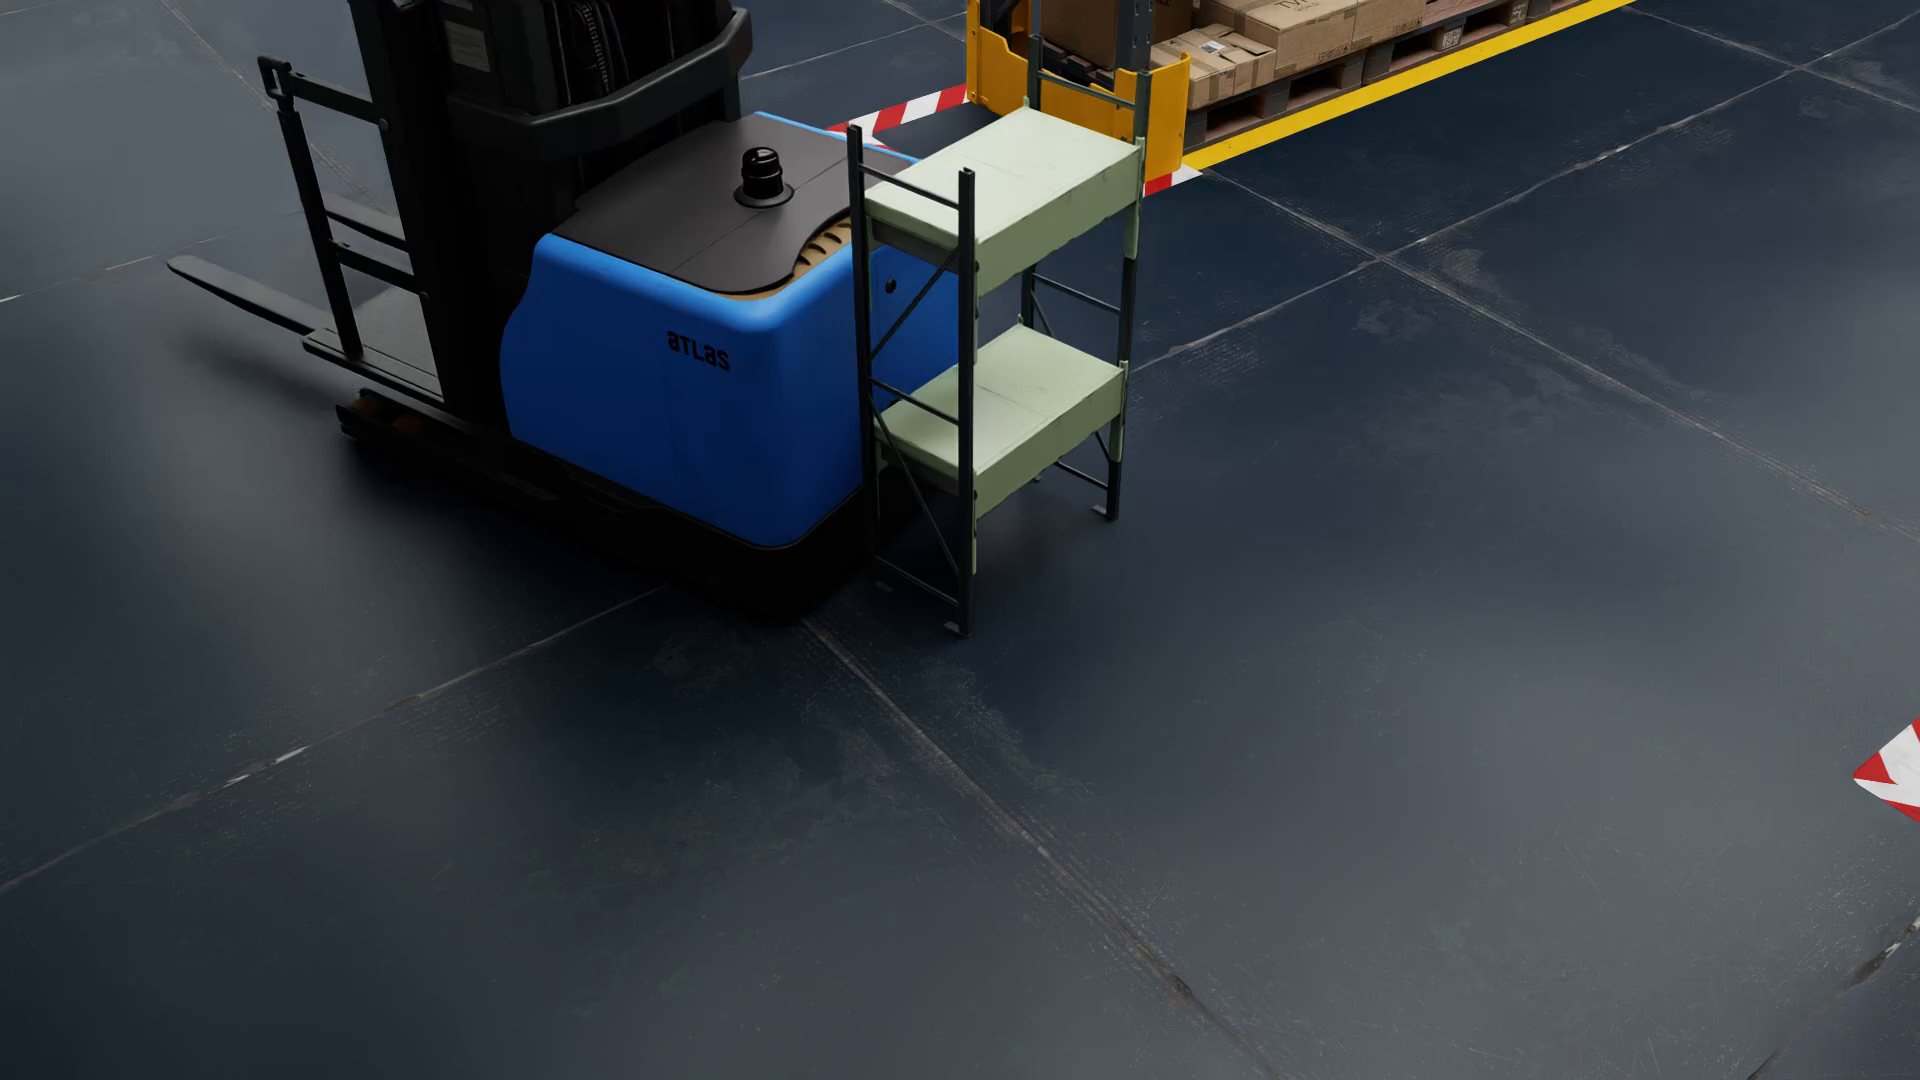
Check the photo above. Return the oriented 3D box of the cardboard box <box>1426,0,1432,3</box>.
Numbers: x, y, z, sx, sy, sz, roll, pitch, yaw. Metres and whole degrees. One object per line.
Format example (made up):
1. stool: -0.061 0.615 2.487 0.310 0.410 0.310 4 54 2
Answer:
1. cardboard box: 2.121 -3.004 8.168 0.637 0.503 0.797 -26 46 -28

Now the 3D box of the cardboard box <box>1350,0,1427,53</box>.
1. cardboard box: 1.833 -2.543 7.806 0.500 0.250 0.500 -26 46 -28

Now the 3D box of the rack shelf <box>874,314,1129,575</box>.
1. rack shelf: 0.112 -0.300 4.947 0.431 0.370 0.720 28 47 30

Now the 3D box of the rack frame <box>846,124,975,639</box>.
1. rack frame: -0.124 -0.374 4.524 0.400 1.500 0.023 28 47 30

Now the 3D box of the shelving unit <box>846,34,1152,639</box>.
1. shelving unit: 0.112 -0.552 4.740 0.431 1.500 0.755 28 47 30

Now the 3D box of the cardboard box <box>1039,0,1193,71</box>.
1. cardboard box: 0.717 -2.519 7.580 0.500 0.500 0.500 -26 46 -28

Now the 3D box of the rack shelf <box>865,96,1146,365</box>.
1. rack shelf: 0.112 -0.853 4.492 0.431 0.370 0.720 28 47 30

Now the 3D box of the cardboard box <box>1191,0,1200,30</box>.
1. cardboard box: 1.093 -2.502 7.822 0.250 0.166 0.380 -26 46 -28

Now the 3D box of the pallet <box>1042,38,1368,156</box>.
1. pallet: 1.128 -2.241 7.816 1.213 0.211 1.003 -26 46 -28

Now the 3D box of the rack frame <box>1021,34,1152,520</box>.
1. rack frame: 0.348 -0.729 4.956 0.400 1.500 0.023 28 47 30

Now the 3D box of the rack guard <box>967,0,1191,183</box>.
1. rack guard: 0.496 -2.045 7.348 0.348 0.500 1.175 -26 46 -28

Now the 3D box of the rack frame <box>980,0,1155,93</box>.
1. rack frame: 0.436 -2.982 6.520 0.127 3.000 1.000 -26 46 -28

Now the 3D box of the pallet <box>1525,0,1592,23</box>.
1. pallet: 3.062 -3.185 8.966 1.213 0.211 1.003 -26 46 -28

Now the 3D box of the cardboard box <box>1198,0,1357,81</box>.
1. cardboard box: 1.436 -2.349 7.570 0.500 0.250 0.500 -26 46 -28

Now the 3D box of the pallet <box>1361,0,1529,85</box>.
1. pallet: 2.094 -2.710 8.388 1.213 0.211 1.003 -26 46 -28

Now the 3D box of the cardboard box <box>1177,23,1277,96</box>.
1. cardboard box: 1.176 -2.142 7.383 0.250 0.166 0.380 -26 46 -28

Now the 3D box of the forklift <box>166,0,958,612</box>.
1. forklift: -1.490 -1.642 4.940 3.031 2.935 1.130 22 44 25

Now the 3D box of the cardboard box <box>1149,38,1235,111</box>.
1. cardboard box: 0.977 -2.039 7.271 0.250 0.149 0.380 -26 46 -28
